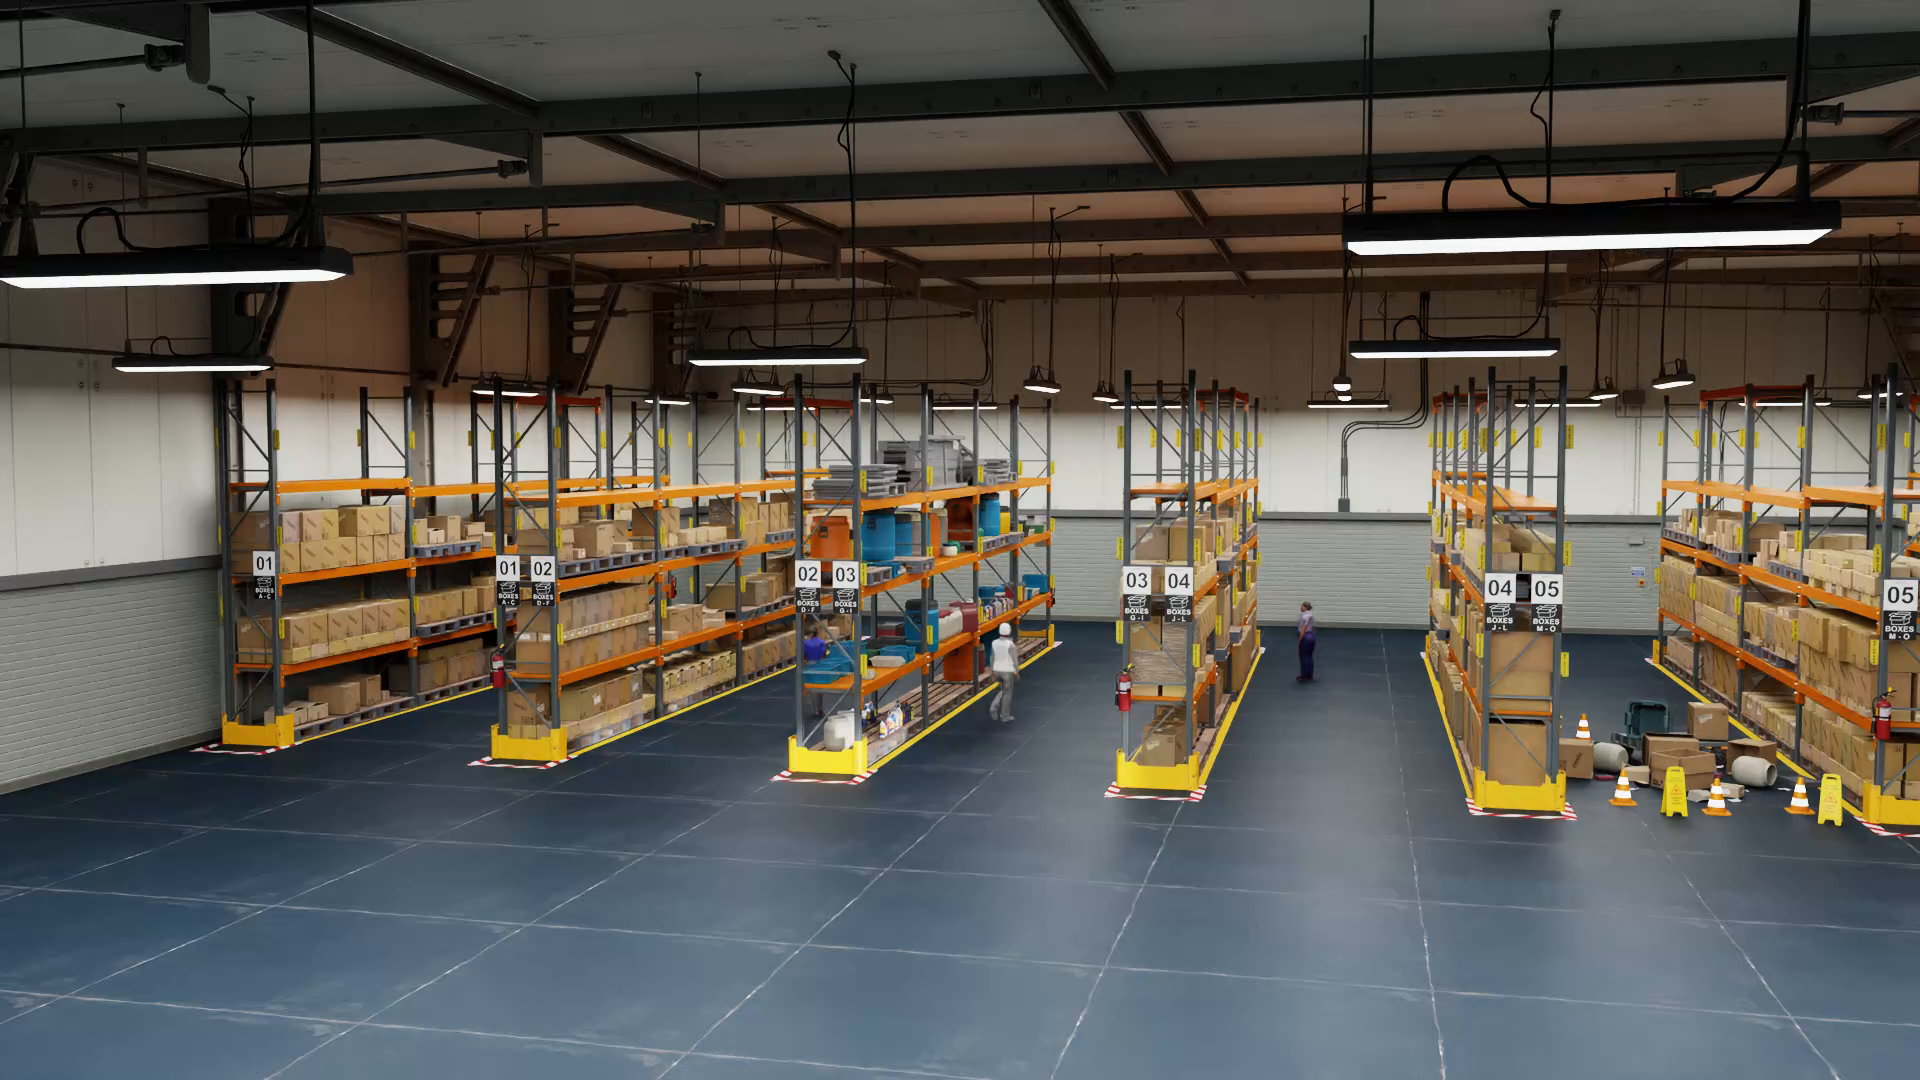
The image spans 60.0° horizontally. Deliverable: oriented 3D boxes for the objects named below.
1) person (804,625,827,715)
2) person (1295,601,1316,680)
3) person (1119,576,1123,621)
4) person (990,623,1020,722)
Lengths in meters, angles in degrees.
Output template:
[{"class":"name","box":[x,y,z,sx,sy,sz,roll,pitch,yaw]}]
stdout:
[{"class":"person","box":[-2.653,2.396,30.264,0.491,1.701,0.599,-2,4,-27]},{"class":"person","box":[7.199,2.095,34.646,0.386,1.660,0.486,2,4,30]},{"class":"person","box":[4.462,1.531,44.220,0.488,1.686,0.530,-1,3,-10]},{"class":"person","box":[0.794,2.339,29.447,0.481,1.758,0.529,-3,4,-39]}]
